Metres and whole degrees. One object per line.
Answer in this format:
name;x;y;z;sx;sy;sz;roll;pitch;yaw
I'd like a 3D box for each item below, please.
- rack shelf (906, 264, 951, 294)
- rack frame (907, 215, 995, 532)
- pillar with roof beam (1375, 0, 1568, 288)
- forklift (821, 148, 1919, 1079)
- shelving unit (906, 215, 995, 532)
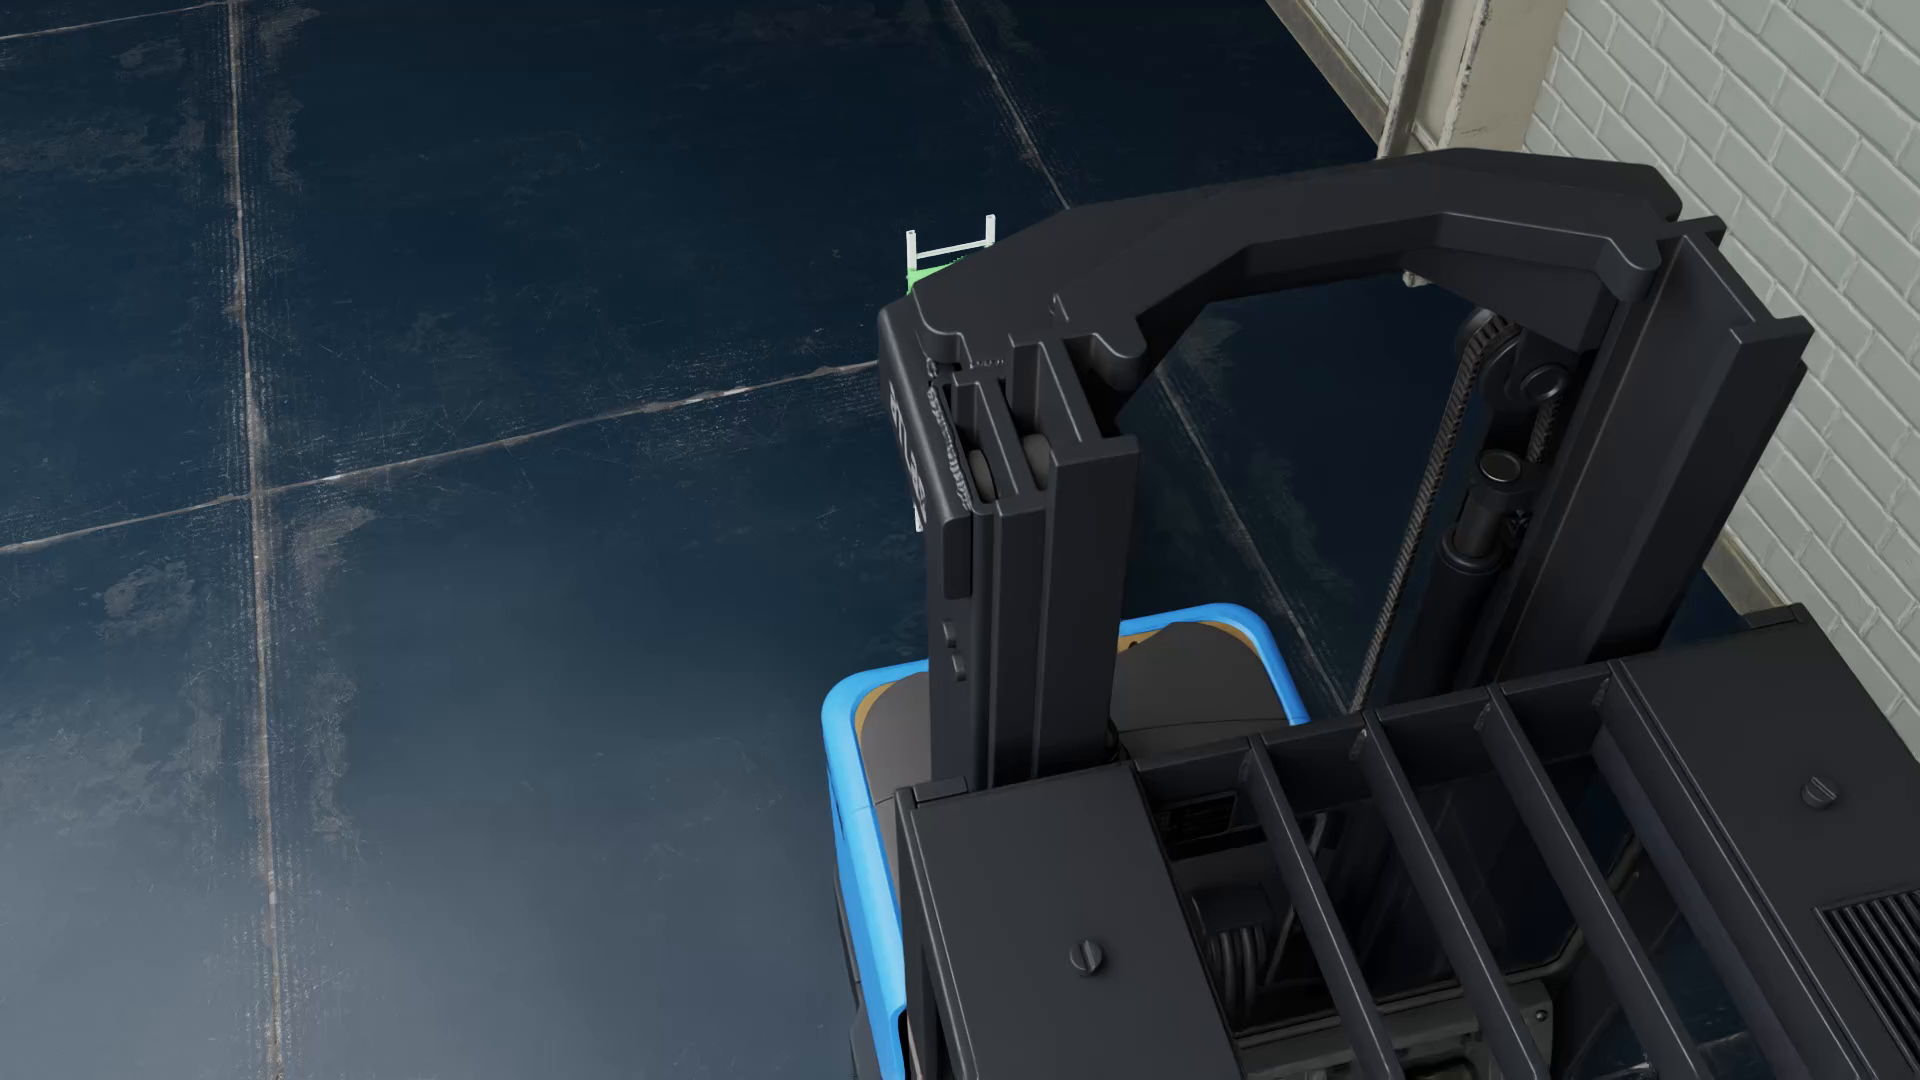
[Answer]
rack shelf;0.049;-0.534;4.371;0.258;0.148;0.480;-13;51;-11
rack frame;-0.023;-0.444;4.840;0.240;1.200;0.015;-13;51;-11
pillar with roof beam;-2.400;-3.019;1.910;9.100;9.000;0.400;-13;51;-11
forklift;0.528;1.058;2.441;1.130;2.935;3.031;-10;51;-9
shelving unit;0.049;-0.266;4.689;0.258;1.200;0.503;-13;51;-11
